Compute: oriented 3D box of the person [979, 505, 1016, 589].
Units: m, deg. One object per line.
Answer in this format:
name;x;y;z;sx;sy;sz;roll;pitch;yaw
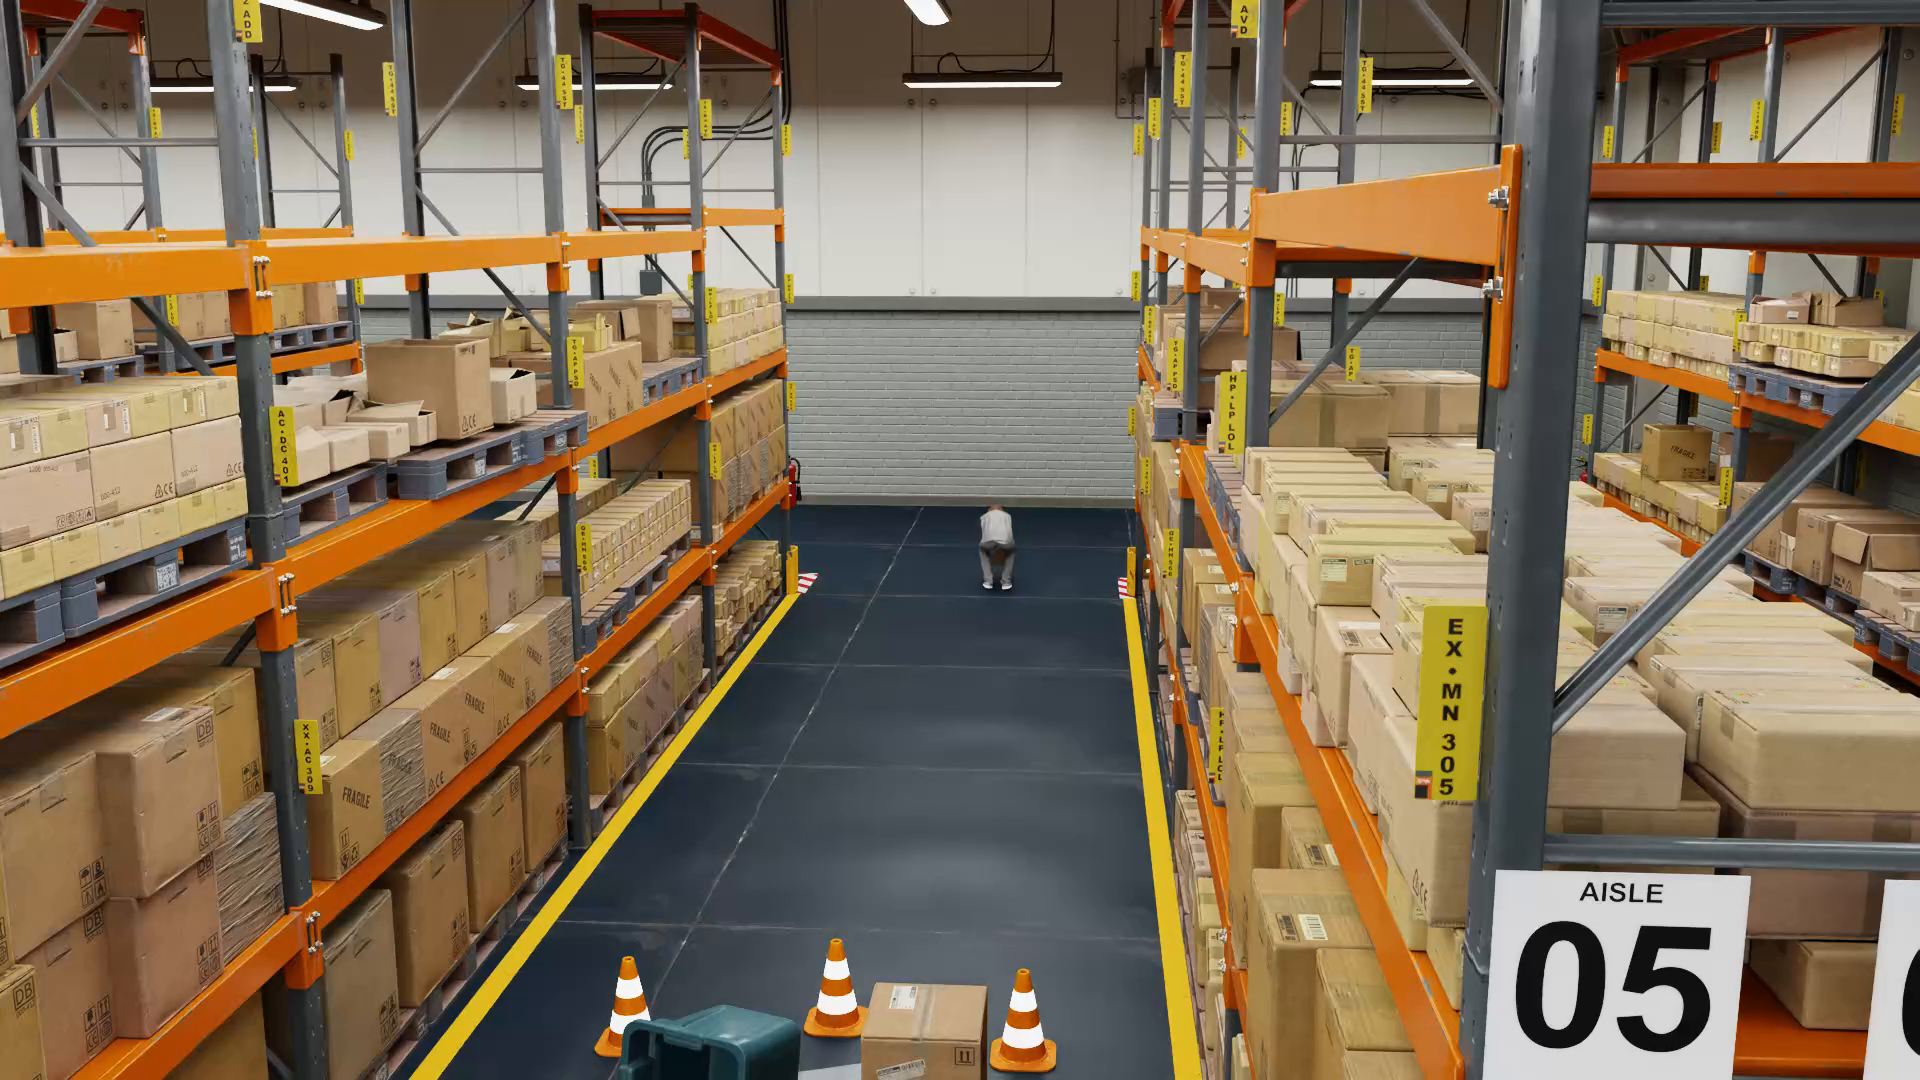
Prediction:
person;0.433;0.093;19.321;0.424;0.897;0.854;0;11;2
